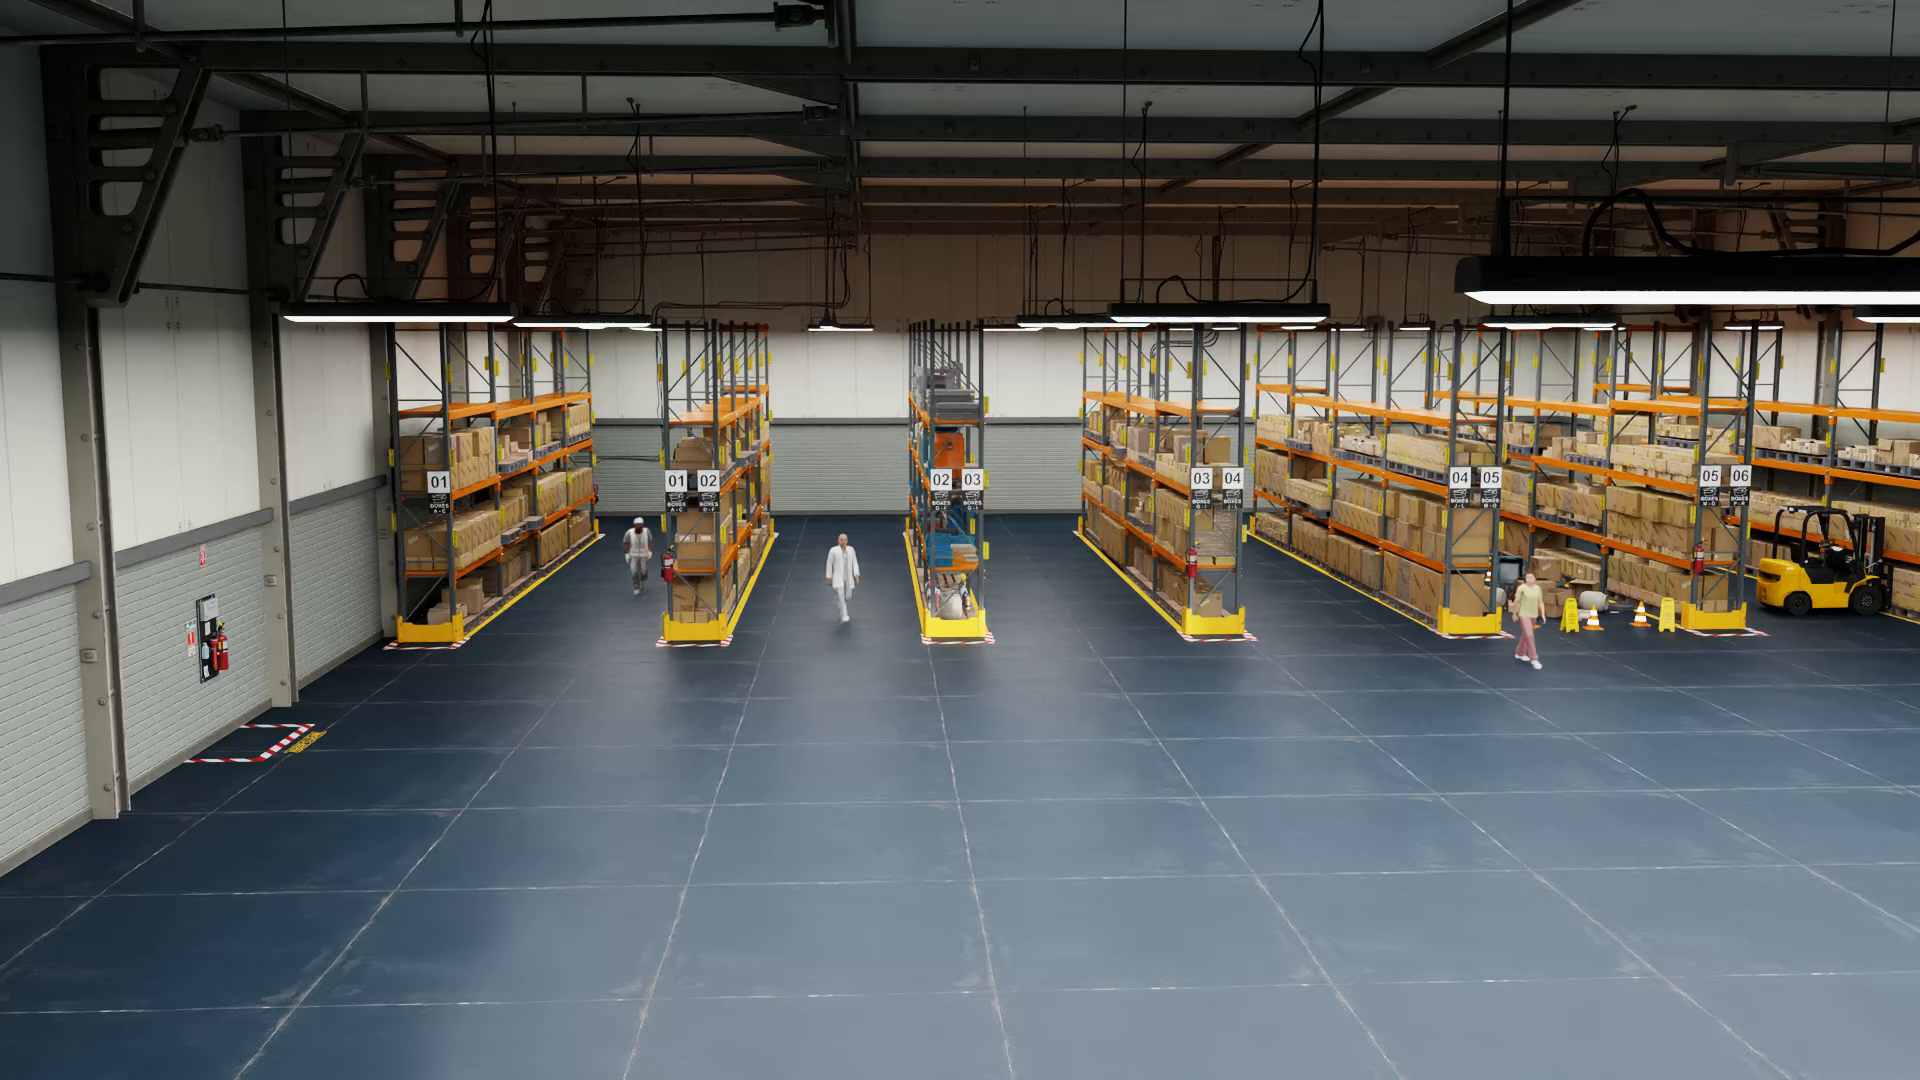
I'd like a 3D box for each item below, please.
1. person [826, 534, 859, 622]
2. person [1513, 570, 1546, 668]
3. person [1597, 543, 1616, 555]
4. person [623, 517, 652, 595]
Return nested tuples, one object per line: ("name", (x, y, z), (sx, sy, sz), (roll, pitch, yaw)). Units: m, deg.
("person", (-2.309, 0.731, 33.193), (0.600, 1.702, 1.115), (-5, 8, -33))
("person", (9.896, 1.337, 28.834), (0.474, 1.650, 0.869), (-2, 7, -14))
("person", (16.229, -0.198, 41.601), (0.525, 1.678, 0.381), (-4, 8, -29))
("person", (-7.123, 0.338, 36.768), (0.644, 1.730, 0.683), (-1, 7, -11))
